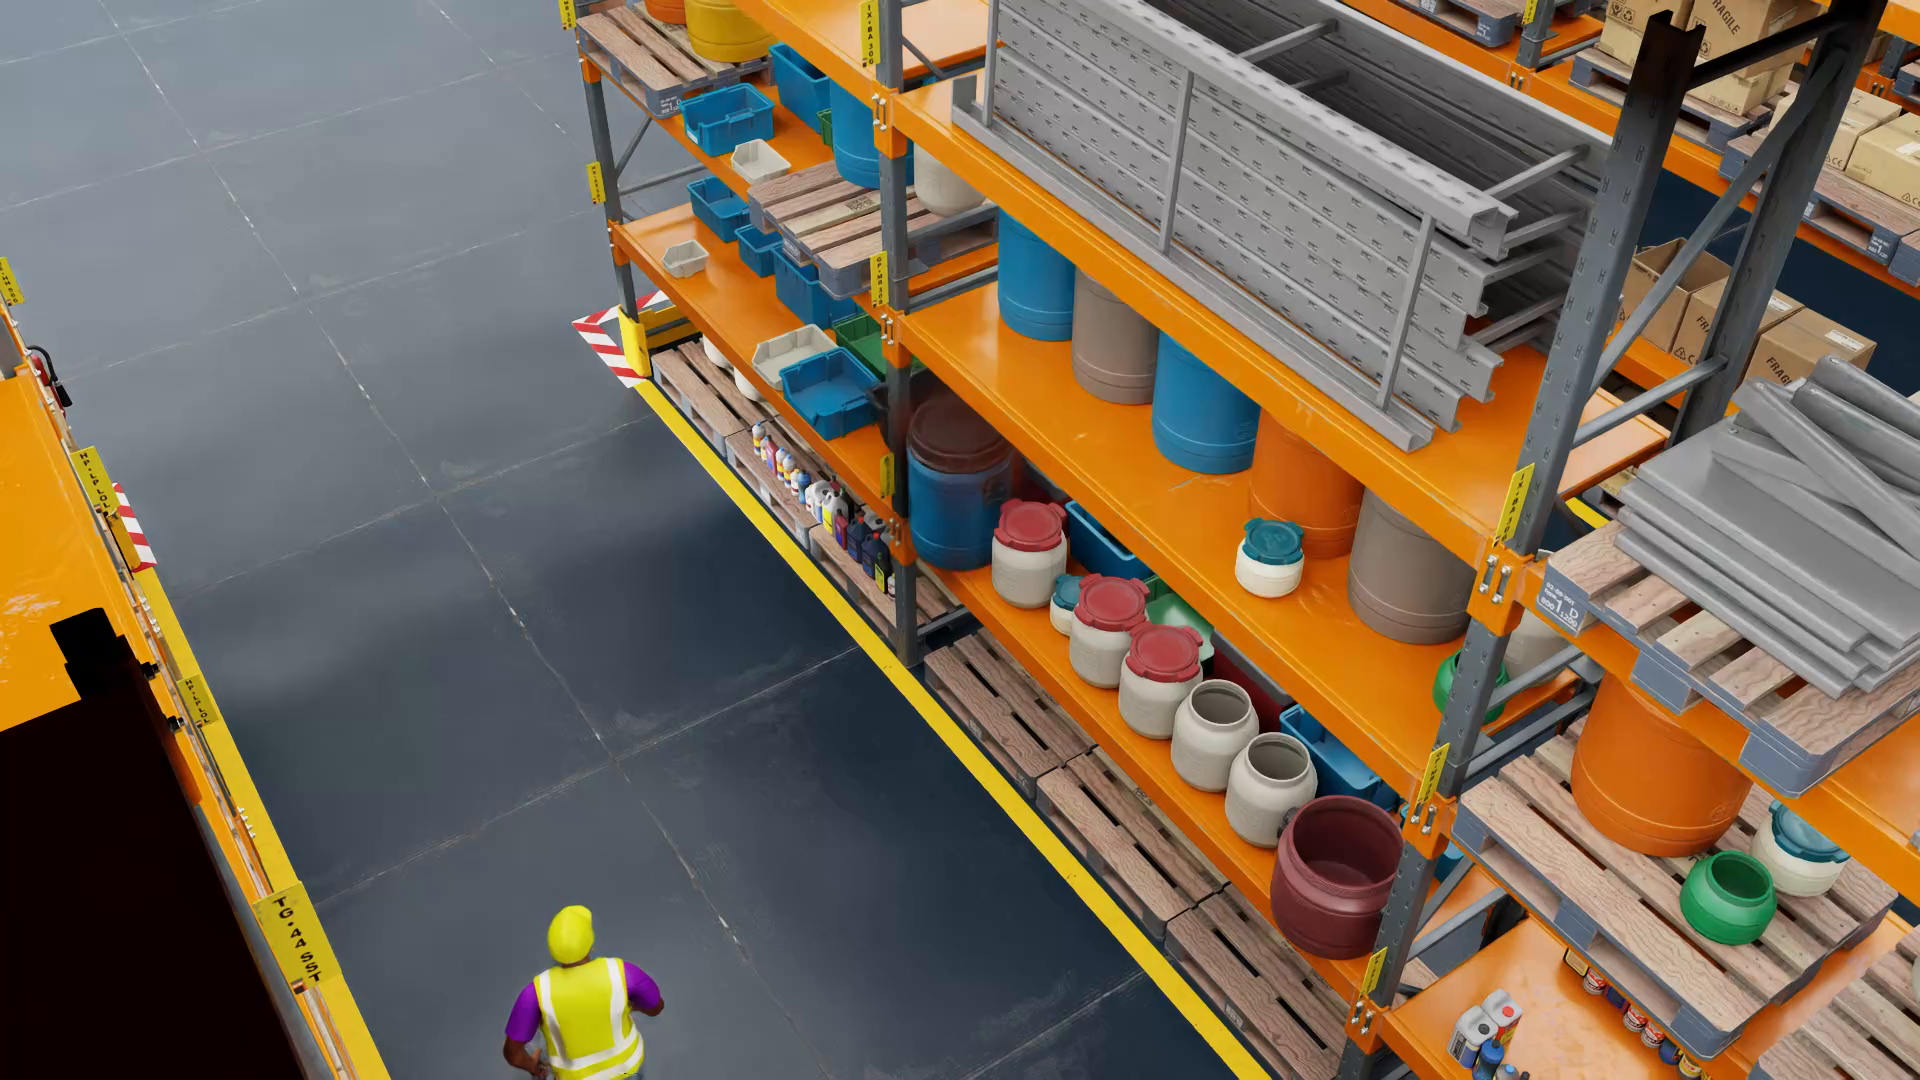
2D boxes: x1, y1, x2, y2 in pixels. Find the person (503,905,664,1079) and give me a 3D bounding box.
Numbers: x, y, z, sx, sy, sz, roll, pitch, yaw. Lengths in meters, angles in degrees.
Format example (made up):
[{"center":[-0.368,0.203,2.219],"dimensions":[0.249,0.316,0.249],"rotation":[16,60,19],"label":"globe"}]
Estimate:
[{"center":[-1.730,2.457,7.869],"dimensions":[0.749,1.660,0.717],"rotation":[-16,45,-17],"label":"person"}]
